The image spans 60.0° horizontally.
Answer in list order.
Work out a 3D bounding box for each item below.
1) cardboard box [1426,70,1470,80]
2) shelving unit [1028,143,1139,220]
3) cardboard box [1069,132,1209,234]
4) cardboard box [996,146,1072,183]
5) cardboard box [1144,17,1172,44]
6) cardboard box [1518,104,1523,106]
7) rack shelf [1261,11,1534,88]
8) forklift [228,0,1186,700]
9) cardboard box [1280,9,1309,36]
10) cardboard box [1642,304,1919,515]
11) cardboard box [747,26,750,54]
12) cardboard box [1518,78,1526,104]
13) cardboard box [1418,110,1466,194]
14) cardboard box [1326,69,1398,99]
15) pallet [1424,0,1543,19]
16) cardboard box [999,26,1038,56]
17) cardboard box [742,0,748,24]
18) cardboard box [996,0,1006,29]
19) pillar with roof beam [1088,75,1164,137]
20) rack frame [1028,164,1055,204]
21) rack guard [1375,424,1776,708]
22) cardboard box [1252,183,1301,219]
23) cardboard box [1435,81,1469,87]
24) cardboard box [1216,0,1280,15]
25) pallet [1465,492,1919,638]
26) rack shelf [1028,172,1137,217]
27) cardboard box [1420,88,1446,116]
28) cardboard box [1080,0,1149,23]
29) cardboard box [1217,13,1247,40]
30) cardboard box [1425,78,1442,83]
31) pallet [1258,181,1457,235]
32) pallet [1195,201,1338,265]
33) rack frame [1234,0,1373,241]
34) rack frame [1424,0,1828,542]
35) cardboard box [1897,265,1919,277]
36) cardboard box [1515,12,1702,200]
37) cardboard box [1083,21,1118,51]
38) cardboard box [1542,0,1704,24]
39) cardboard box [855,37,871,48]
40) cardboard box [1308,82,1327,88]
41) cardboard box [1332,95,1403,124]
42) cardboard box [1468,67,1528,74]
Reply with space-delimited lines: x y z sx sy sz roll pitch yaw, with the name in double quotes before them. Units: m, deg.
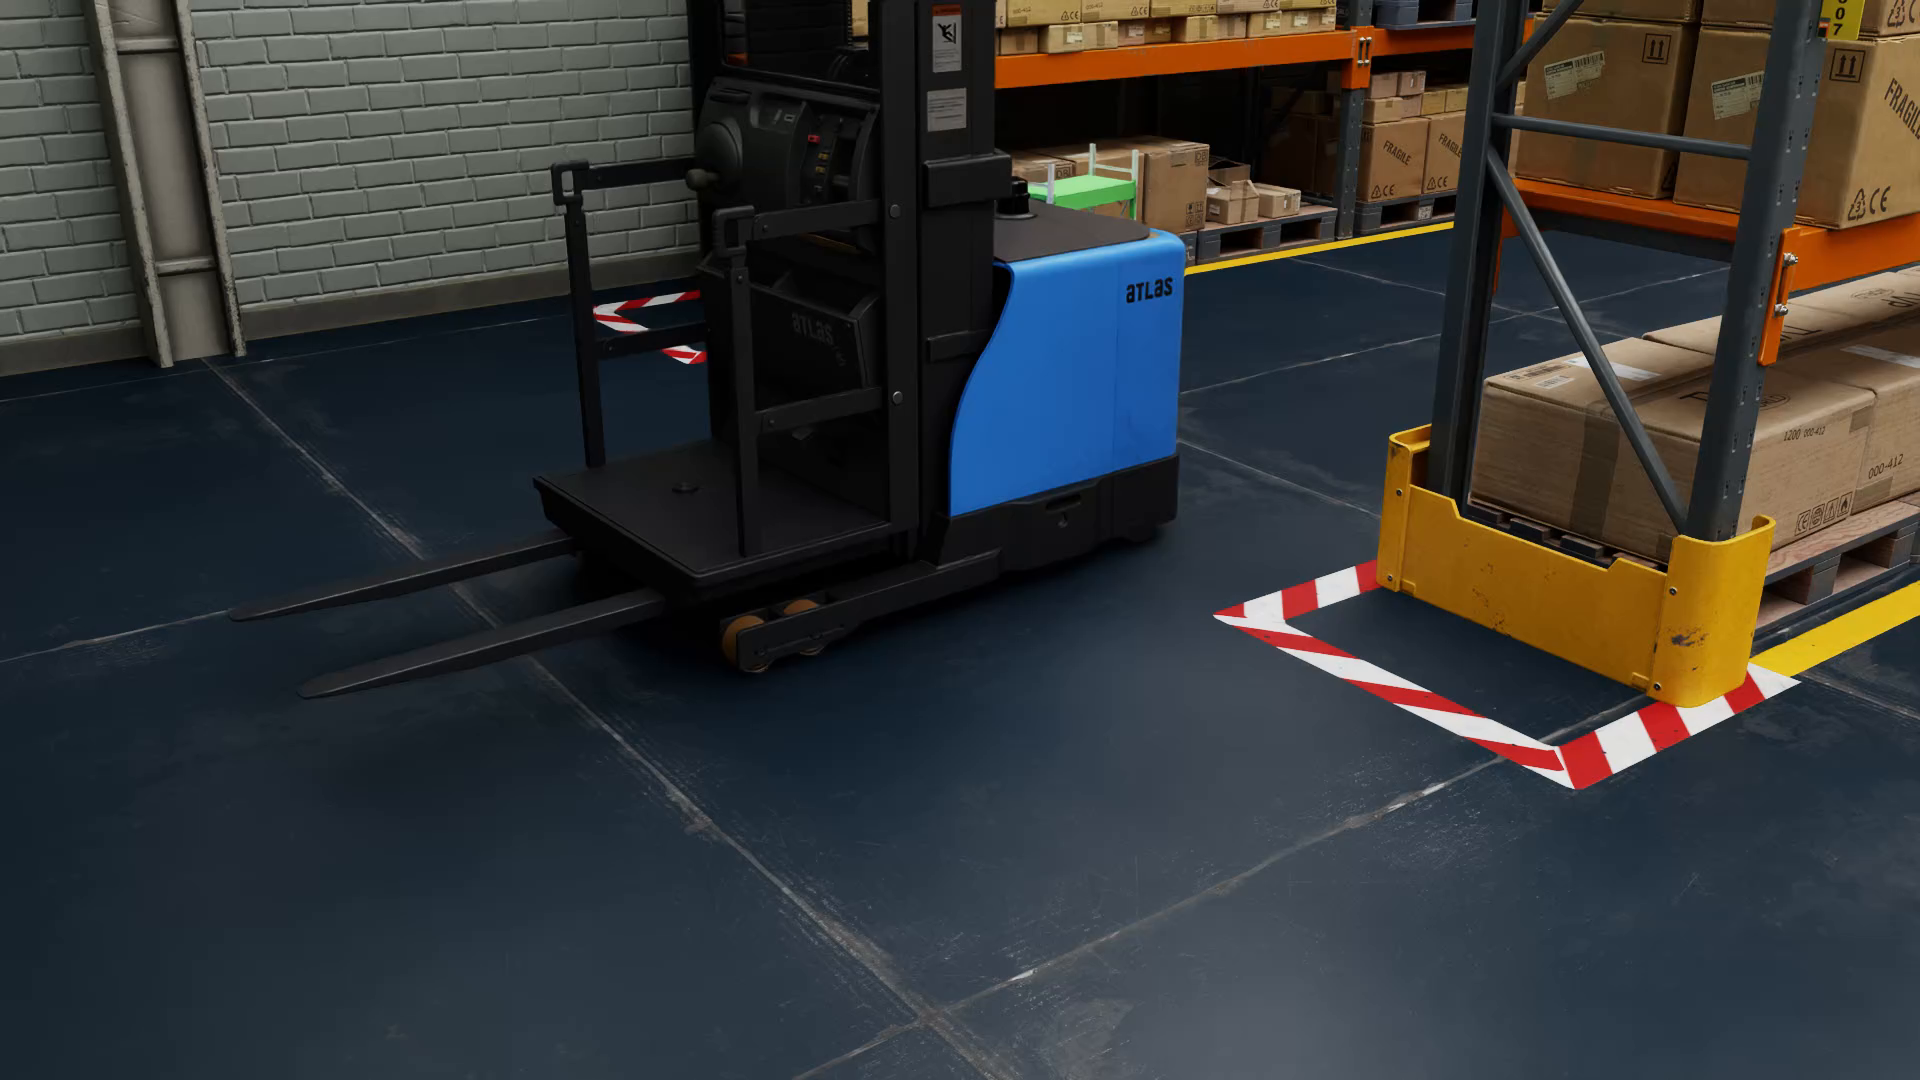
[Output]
"cardboard box" 3.585 -3.325 12.112 0.250 0.149 0.380 -16 27 -35
"shelving unit" 0.431 -0.922 6.587 0.503 1.200 0.258 -20 29 -41
"cardboard box" 1.070 -2.155 10.055 0.500 0.500 0.700 -16 27 -35
"cardboard box" 0.228 -1.930 9.492 0.500 0.500 0.700 -14 26 -31
"cardboard box" 1.005 -2.962 9.611 0.250 0.149 0.380 -14 26 -32
"cardboard box" 3.989 -2.891 11.900 0.500 0.500 0.500 -16 27 -35
"rack shelf" 3.830 -3.583 11.800 4.000 0.370 1.077 -15 26 -33
"forklift" -0.701 -1.190 4.923 3.031 2.935 1.130 -16 27 -35
"cardboard box" 1.896 -3.160 10.107 0.250 0.149 0.380 -14 26 -31
"cardboard box" 3.077 -0.505 6.005 0.875 0.438 0.875 -14 26 -31
"cardboard box" -0.928 -2.655 8.841 0.250 0.149 0.380 -15 26 -33
"cardboard box" 3.878 -3.186 11.765 0.250 0.149 0.380 -15 26 -33
"cardboard box" 3.157 -2.674 11.356 0.500 0.500 0.500 -15 26 -34
"cardboard box" 2.617 -2.974 10.831 0.250 0.149 0.380 -15 26 -34
"pallet" 3.877 -3.839 11.728 1.213 0.211 1.003 -15 26 -33
"cardboard box" 0.212 -2.722 9.011 0.250 0.149 0.380 -14 26 -32
"cardboard box" -0.822 -2.867 8.834 0.500 0.250 0.500 -14 26 -31
"cardboard box" -0.106 -2.814 8.701 0.500 0.250 0.500 -15 26 -32
"pillar with roof beam" 3.629 -5.096 6.526 0.400 9.000 9.100 -15 26 -33
"rack frame" 0.259 -0.858 6.427 0.015 1.200 0.240 -20 29 -41
"rack guard" 1.842 0.040 5.122 0.348 0.500 1.175 -15 26 -33
"cardboard box" 1.926 -2.147 10.508 0.250 0.149 0.380 -16 27 -34
"cardboard box" 3.473 -3.066 11.463 0.250 0.149 0.380 -15 26 -33
"cardboard box" 1.537 -3.257 9.811 0.500 0.250 0.500 -15 26 -33
"pallet" 2.465 -0.028 5.681 1.213 0.211 1.003 -15 26 -33
"rack shelf" 0.431 -1.308 6.433 0.480 0.148 0.258 -20 29 -41
"cardboard box" 3.034 -2.960 11.197 0.250 0.149 0.380 -17 27 -36
"cardboard box" 0.706 -3.041 9.272 0.500 0.250 0.500 -16 27 -34
"cardboard box" 1.471 -3.048 9.826 0.250 0.149 0.380 -14 26 -31
"cardboard box" 3.187 -3.207 11.816 0.250 0.149 0.380 -14 26 -31
"pallet" 2.844 -2.377 11.568 1.213 0.211 1.003 -15 26 -33
"pallet" 1.648 -2.041 10.727 1.213 0.211 1.003 -15 26 -33
"rack frame" 2.206 -3.485 10.582 0.127 3.000 1.000 -15 26 -33
"rack frame" 1.861 -1.126 4.672 0.127 3.000 1.000 -15 26 -33
"cardboard box" 4.536 -0.894 6.979 0.875 0.438 0.875 -15 26 -34
"cardboard box" 2.098 -1.357 5.114 0.500 0.500 0.500 -15 26 -33
"cardboard box" 0.663 -2.818 9.249 0.250 0.149 0.380 -14 26 -32
"cardboard box" 2.114 -1.813 4.909 0.500 0.500 0.500 -14 26 -31
"cardboard box" -0.614 -2.491 8.430 0.250 0.149 0.380 -15 26 -33
"cardboard box" 2.547 -3.045 11.411 0.250 0.149 0.380 -15 26 -33
"cardboard box" 2.653 -2.818 10.841 0.250 0.149 0.380 -14 25 -30
"cardboard box" 4.003 -3.437 12.394 0.250 0.149 0.380 -16 27 -34
